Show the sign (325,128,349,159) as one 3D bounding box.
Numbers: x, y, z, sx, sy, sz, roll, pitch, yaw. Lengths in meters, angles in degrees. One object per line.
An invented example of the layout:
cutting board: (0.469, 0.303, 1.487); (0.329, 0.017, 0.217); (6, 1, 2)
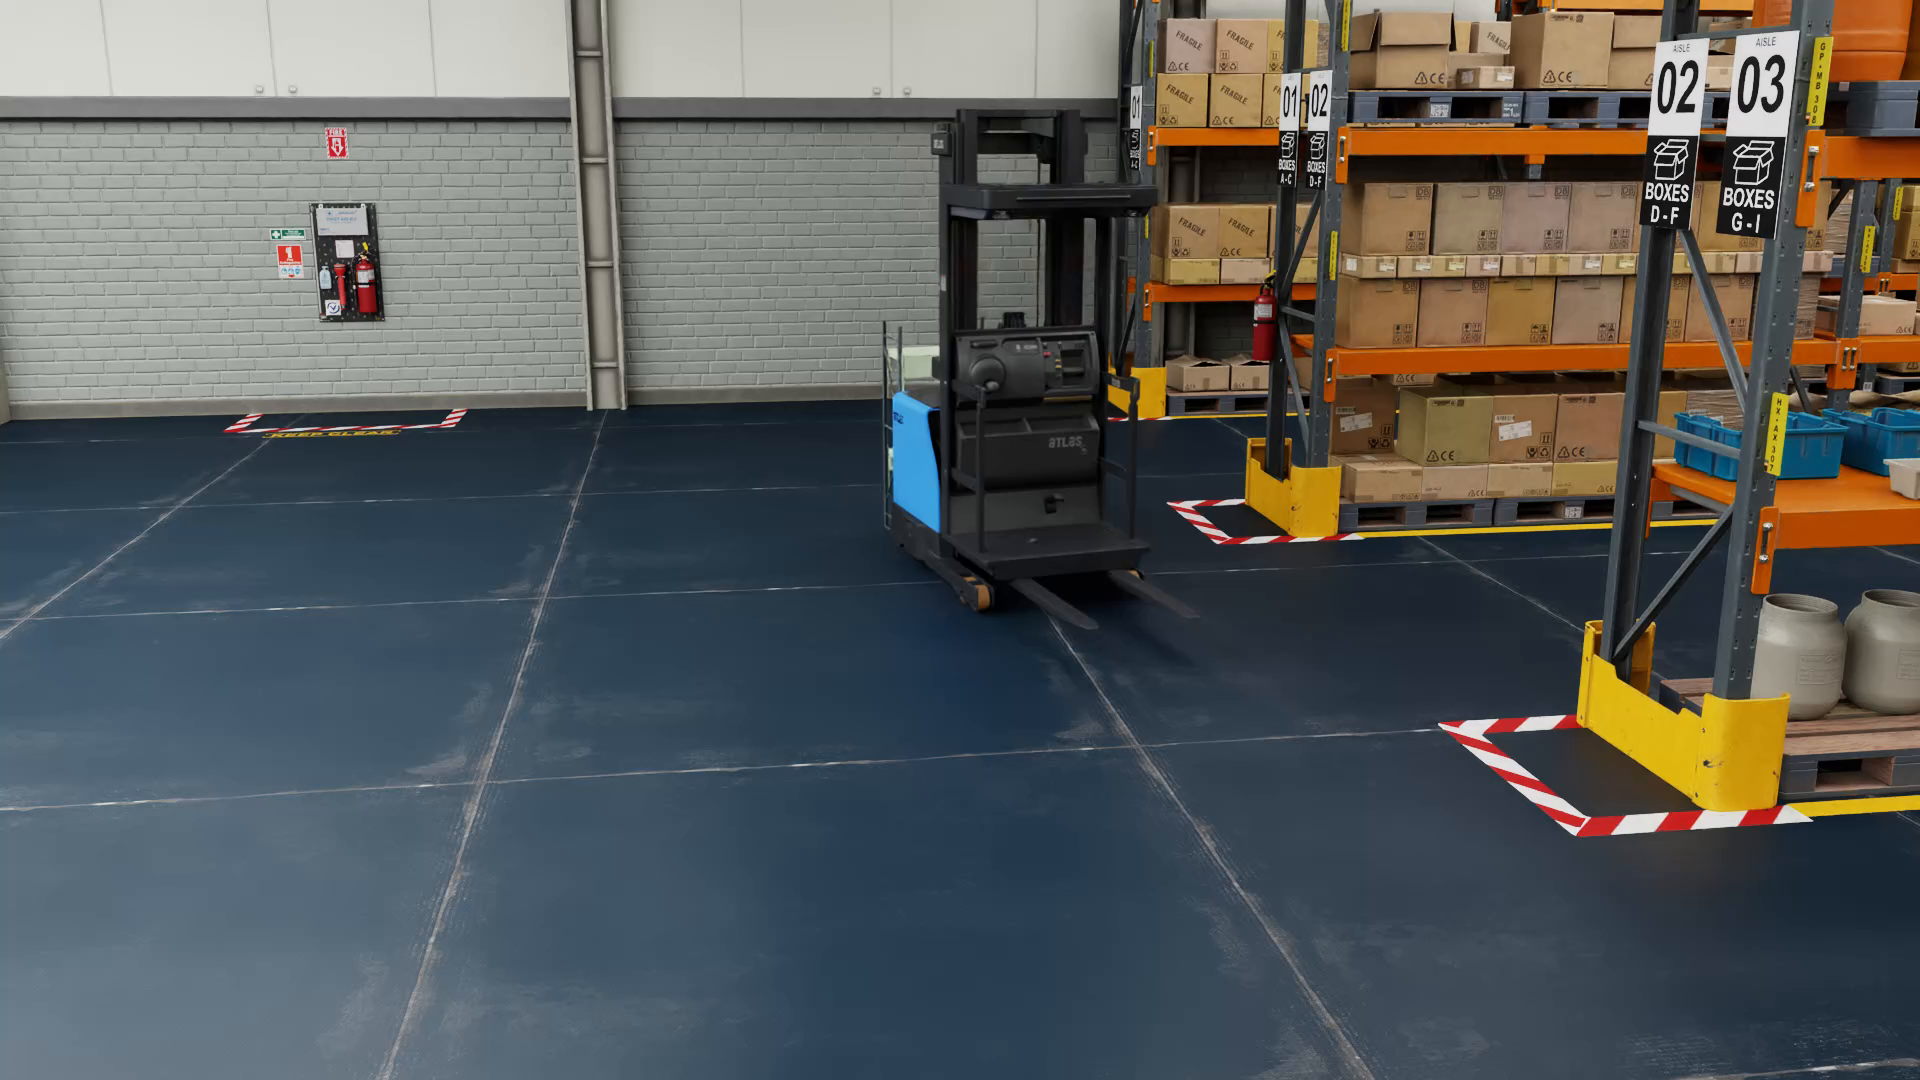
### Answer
sign: (-6.112, -3.892, 16.308); (0.199, 0.298, 0.001); (-2, 14, -8)

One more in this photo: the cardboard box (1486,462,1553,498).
cardboard box: (4.024, -0.490, 12.297); (0.500, 0.250, 0.500); (-2, 14, -8)

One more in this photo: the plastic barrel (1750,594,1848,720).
plastic barrel: (3.845, 0.536, 7.670); (0.421, 0.512, 0.421); (0, 14, 0)

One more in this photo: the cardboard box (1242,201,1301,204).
cardboard box: (3.174, -3.213, 17.091); (0.500, 0.500, 0.500); (-2, 14, -10)

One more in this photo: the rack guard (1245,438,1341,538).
rack guard: (2.448, -0.403, 12.302); (0.348, 0.500, 1.175); (-2, 14, -8)

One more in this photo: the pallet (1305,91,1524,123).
pallet: (3.175, -3.048, 11.725); (1.213, 0.211, 1.003); (-2, 14, -8)

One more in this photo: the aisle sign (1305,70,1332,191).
aisle sign: (2.452, -2.801, 11.382); (0.004, 0.787, 0.394); (-2, 14, -8)

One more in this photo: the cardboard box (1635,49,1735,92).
cardboard box: (5.356, -3.470, 12.259); (0.500, 0.311, 0.500); (-3, 14, -11)

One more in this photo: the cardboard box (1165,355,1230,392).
cardboard box: (2.428, -1.721, 17.039); (0.500, 0.311, 0.500); (-4, 15, -15)

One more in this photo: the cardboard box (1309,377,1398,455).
cardboard box: (2.958, -0.941, 12.557); (0.500, 0.500, 0.500); (-2, 14, -8)

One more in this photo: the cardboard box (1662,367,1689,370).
cardboard box: (7.425, -2.024, 17.861); (0.500, 0.500, 0.700); (-2, 14, -8)

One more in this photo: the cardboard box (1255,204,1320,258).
cardboard box: (3.249, -3.086, 16.588); (0.500, 0.500, 0.500); (-3, 14, -10)

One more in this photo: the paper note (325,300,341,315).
paper note: (-6.274, -2.327, 16.643); (0.142, 0.148, 0.016); (-2, 14, -8)

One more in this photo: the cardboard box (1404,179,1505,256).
cardboard box: (3.507, -2.330, 11.976); (0.500, 0.500, 0.700); (-2, 14, -10)

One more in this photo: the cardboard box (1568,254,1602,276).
cardboard box: (4.412, -1.998, 11.982); (0.250, 0.149, 0.380); (-2, 14, -8)

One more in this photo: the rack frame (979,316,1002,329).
rack frame: (0.215, -0.838, 11.980); (0.023, 1.500, 0.400); (-5, 15, -19)

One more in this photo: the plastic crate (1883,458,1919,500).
plastic crate: (4.139, -0.252, 7.103); (0.250, 0.136, 0.298); (-2, 14, -8)

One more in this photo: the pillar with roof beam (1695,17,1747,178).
pillar with roof beam: (8.868, -5.133, 13.691); (0.400, 9.000, 9.100); (-2, 14, -8)

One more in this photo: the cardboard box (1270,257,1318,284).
cardboard box: (3.276, -2.726, 16.691); (0.500, 0.250, 0.500); (-2, 14, -9)

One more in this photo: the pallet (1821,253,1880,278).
pallet: (8.952, -2.953, 17.726); (1.003, 0.211, 1.213); (-2, 14, -8)

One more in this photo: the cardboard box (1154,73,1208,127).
cardboard box: (2.098, -4.273, 16.181); (0.500, 0.500, 0.500); (-2, 14, -7)

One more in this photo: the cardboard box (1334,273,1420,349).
cardboard box: (2.935, -1.679, 12.044); (0.500, 0.500, 0.700); (-2, 14, -8)

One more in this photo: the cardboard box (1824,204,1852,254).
cardboard box: (9.178, -3.340, 17.765); (0.500, 0.500, 0.700); (-4, 15, -15)

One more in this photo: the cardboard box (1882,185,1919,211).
cardboard box: (10.157, -3.620, 17.589); (0.500, 0.250, 0.500); (-2, 14, -7)

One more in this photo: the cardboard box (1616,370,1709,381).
cardboard box: (5.429, -1.034, 12.925); (0.500, 0.500, 0.500); (-2, 14, -8)

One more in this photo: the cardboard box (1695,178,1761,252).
cardboard box: (5.490, -2.403, 12.265); (0.500, 0.500, 0.700); (-2, 14, -8)

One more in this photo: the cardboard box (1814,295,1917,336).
cardboard box: (6.908, -1.717, 12.711); (0.500, 0.250, 0.500); (-1, 14, -5)

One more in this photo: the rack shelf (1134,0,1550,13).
rack shelf: (3.708, -5.440, 16.399); (4.000, 0.370, 1.077); (-2, 14, -8)

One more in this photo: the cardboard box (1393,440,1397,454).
cardboard box: (3.451, -0.598, 12.729); (0.500, 0.250, 0.500); (-2, 14, -8)

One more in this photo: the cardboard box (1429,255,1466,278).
cardboard box: (3.399, -1.961, 11.836); (0.250, 0.149, 0.380); (-2, 14, -8)

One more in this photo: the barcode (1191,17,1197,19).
barcode: (2.358, -5.233, 16.763); (0.075, 0.075, 0.001); (-2, 14, -8)

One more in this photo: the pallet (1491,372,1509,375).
pallet: (6.455, -1.629, 17.783); (1.213, 0.211, 1.003); (-2, 14, -8)

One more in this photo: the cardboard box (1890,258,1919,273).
cardboard box: (10.001, -2.942, 17.762); (0.250, 0.149, 0.380); (-2, 14, -9)

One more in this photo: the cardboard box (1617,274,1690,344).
cardboard box: (4.972, -1.755, 12.346); (0.500, 0.500, 0.700); (-2, 14, -7)

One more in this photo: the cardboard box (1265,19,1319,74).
cardboard box: (3.156, -4.789, 16.183); (0.500, 0.500, 0.500); (-2, 14, -7)

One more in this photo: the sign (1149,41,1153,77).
sign: (1.811, -4.556, 15.761); (0.005, 0.325, 0.100); (-2, 14, -8)

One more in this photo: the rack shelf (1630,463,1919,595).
rack shelf: (5.184, -0.149, 7.626); (4.000, 0.370, 1.077); (-2, 14, -8)

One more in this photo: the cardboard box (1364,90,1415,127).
cardboard box: (4.179, -4.344, 16.463); (0.500, 0.500, 0.500); (-3, 14, -11)

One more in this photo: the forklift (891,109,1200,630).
forklift: (0.495, -1.102, 10.089); (1.130, 2.935, 3.031); (-5, 15, -19)

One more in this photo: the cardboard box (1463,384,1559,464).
cardboard box: (4.022, -0.856, 12.216); (0.500, 0.500, 0.500); (-2, 14, -8)

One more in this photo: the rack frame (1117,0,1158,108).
rack frame: (1.730, -5.718, 16.022); (0.127, 3.000, 1.000); (-2, 14, -8)

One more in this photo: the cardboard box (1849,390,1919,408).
cardboard box: (7.298, -1.008, 13.209); (0.500, 0.311, 0.500); (-2, 14, -7)

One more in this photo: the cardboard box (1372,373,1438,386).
cardboard box: (4.665, -1.907, 17.392); (0.500, 0.500, 0.500); (-3, 14, -13)

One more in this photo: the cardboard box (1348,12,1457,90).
cardboard box: (3.041, -3.413, 11.635); (0.637, 0.503, 0.797); (-1, 14, -4)

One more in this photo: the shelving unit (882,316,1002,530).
shelving unit: (-0.130, -0.808, 11.861); (0.755, 1.500, 0.431); (-5, 15, -19)

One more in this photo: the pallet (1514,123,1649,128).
pallet: (6.312, -4.314, 16.975); (1.003, 0.211, 1.213); (-2, 14, -8)

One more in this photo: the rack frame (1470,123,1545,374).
rack frame: (5.686, -2.953, 17.330); (0.127, 3.000, 1.000); (-2, 14, -8)

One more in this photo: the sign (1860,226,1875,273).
sign: (6.511, -2.086, 11.932); (0.005, 0.325, 0.100); (-2, 14, -8)

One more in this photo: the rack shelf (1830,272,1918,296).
rack shelf: (11.619, -2.821, 18.285); (4.000, 0.370, 1.077); (-2, 14, -8)

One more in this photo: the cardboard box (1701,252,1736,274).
cardboard box: (5.427, -2.035, 12.131); (0.250, 0.149, 0.380); (-2, 14, -8)

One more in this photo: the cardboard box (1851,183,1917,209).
cardboard box: (10.051, -3.743, 18.080); (0.500, 0.250, 0.500); (-2, 14, -7)
